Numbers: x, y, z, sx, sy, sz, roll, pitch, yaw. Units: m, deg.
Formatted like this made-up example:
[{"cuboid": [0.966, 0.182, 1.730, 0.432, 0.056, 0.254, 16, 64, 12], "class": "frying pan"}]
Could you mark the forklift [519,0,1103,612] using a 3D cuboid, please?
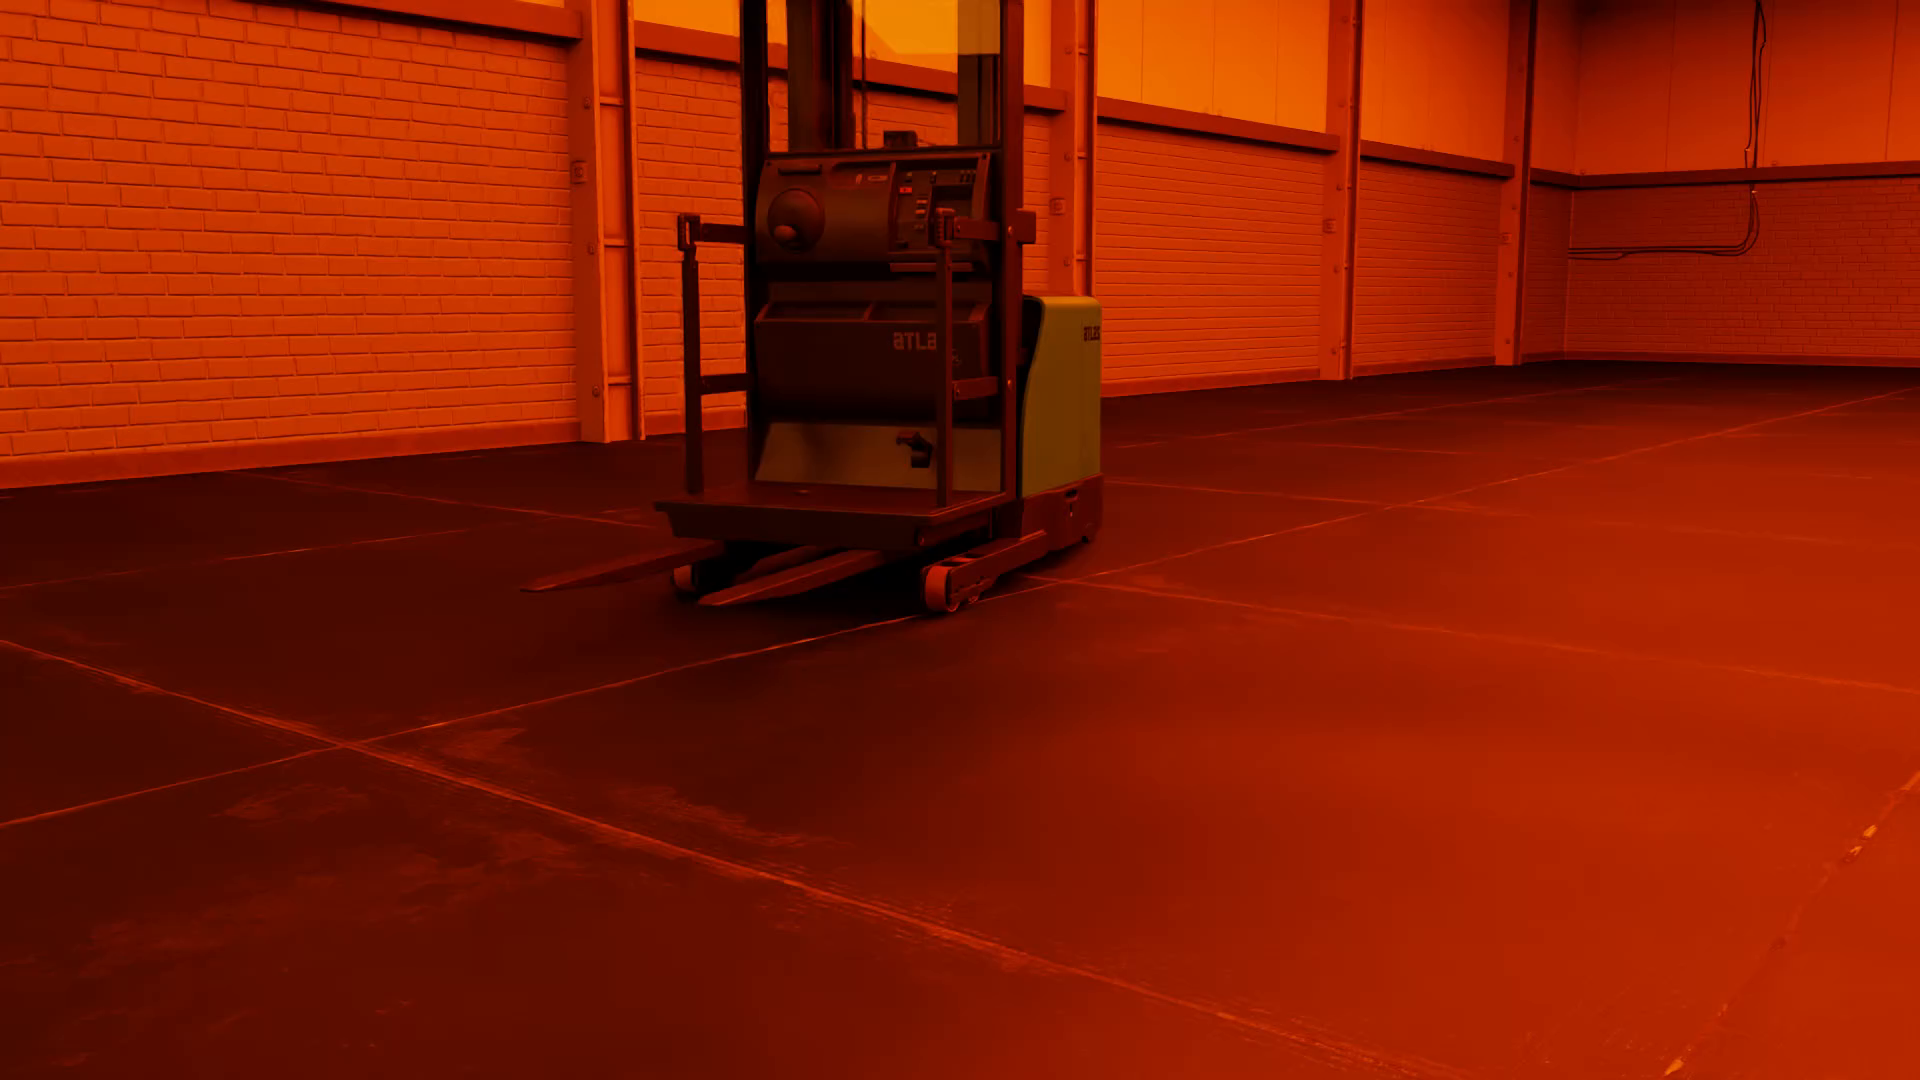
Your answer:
[{"cuboid": [-0.408, -1.269, 5.958, 1.130, 2.935, 3.031, 3, 9, 22], "class": "forklift"}]
